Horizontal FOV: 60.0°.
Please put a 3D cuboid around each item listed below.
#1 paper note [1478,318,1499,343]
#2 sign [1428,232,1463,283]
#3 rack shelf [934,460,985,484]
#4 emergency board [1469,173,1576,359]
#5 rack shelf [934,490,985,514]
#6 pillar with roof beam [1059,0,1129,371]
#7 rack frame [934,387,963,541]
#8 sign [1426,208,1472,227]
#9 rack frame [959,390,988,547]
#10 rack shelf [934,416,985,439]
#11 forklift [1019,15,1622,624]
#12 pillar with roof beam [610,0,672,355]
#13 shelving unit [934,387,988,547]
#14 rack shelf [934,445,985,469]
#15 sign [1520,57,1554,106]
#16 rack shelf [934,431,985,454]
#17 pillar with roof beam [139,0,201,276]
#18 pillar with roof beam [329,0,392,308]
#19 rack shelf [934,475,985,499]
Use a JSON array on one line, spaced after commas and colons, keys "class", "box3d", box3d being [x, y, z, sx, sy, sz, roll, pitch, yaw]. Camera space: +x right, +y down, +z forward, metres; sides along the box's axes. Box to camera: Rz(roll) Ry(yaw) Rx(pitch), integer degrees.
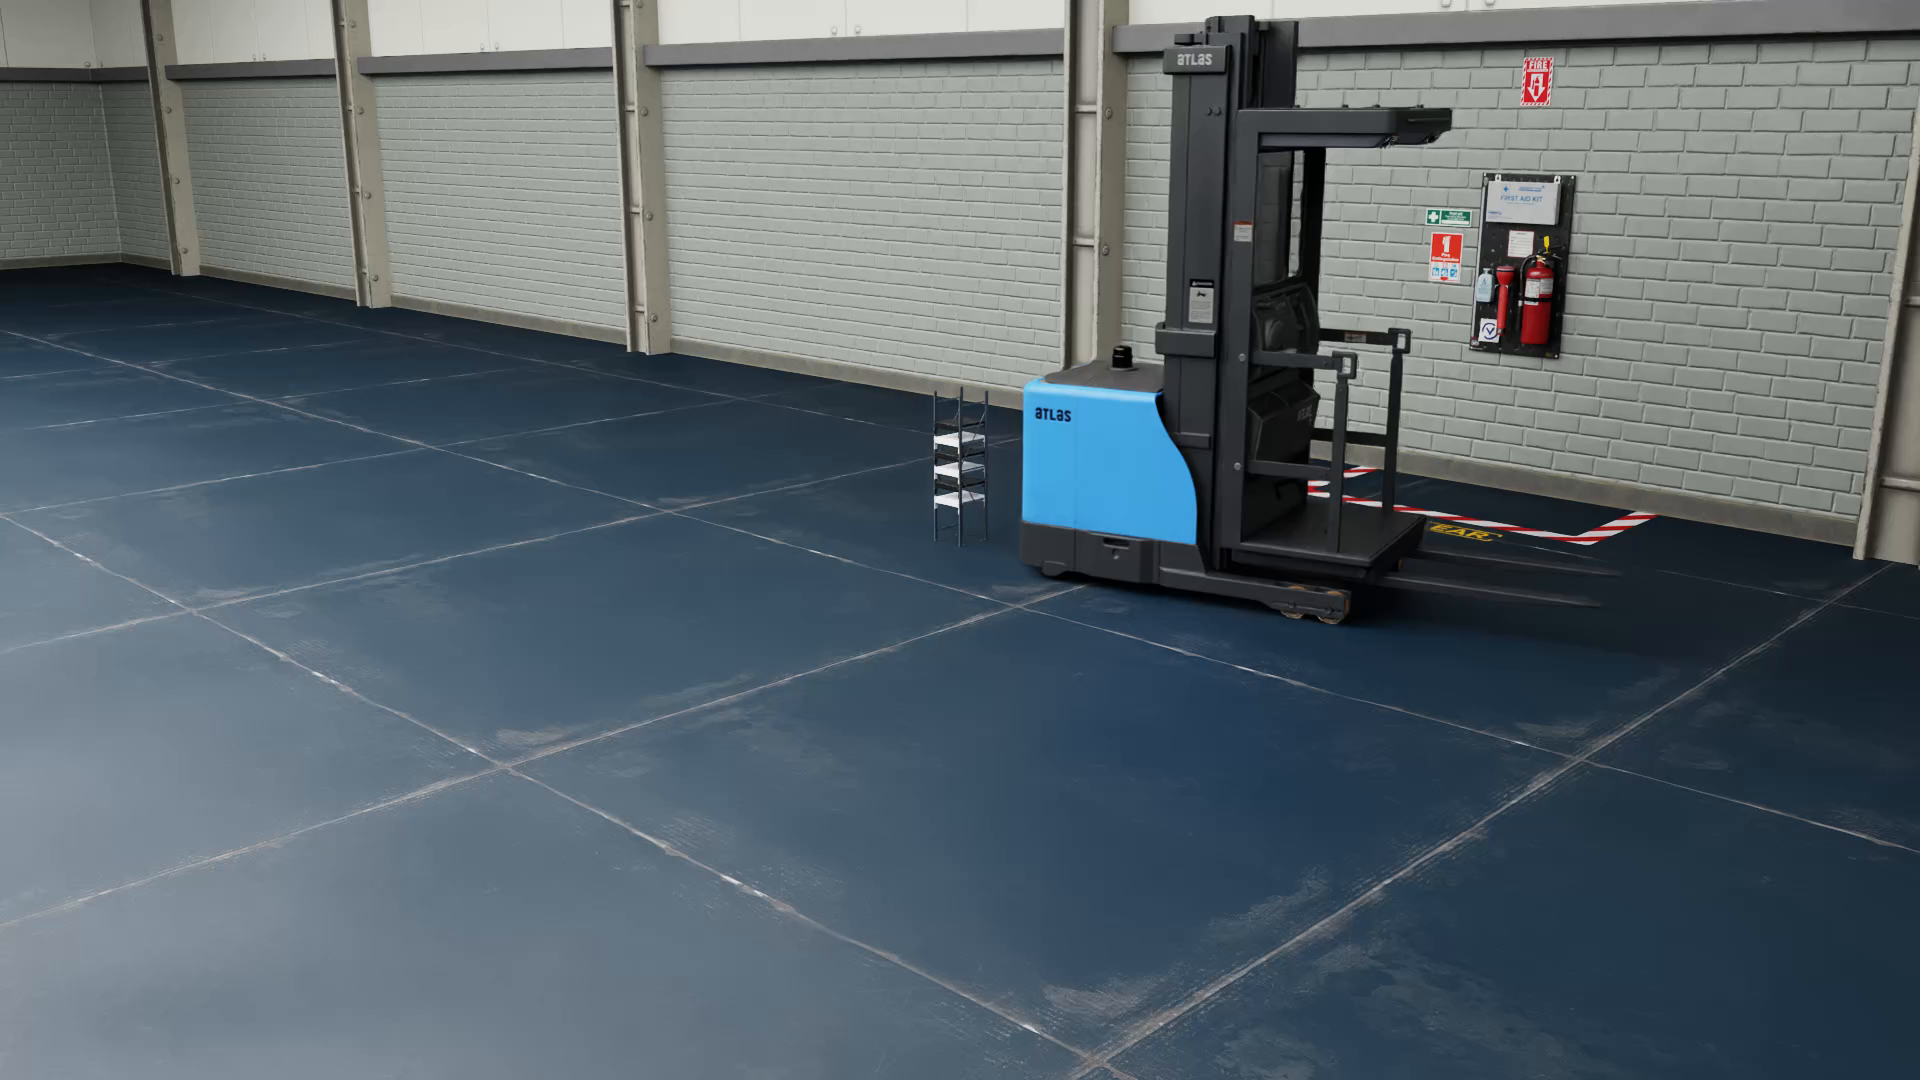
[{"class": "paper note", "box3d": [3.533, -1.397, 11.093, 0.142, 0.148, 0.016, 14, 20, 42]}, {"class": "sign", "box3d": [3.287, -1.913, 11.253, 0.234, 0.329, 0.001, 14, 20, 42]}, {"class": "rack shelf", "box3d": [0.006, -0.402, 9.822, 0.200, 0.077, 0.258, 14, 20, 42]}, {"class": "emergency board", "box3d": [3.613, -1.780, 10.815, 0.643, 1.169, 0.194, 14, 20, 42]}, {"class": "rack shelf", "box3d": [0.006, -0.228, 9.867, 0.200, 0.077, 0.258, 14, 20, 42]}, {"class": "pillar with roof beam", "box3d": [-1.942, -4.512, 9.403, 0.400, 9.000, 9.100, 14, 20, 42]}, {"class": "rack frame", "box3d": [-0.067, -0.452, 9.881, 0.006, 0.900, 0.240, 14, 20, 42]}, {"class": "sign", "box3d": [3.284, -2.167, 11.177, 0.331, 0.109, 0.001, 14, 20, 42]}, {"class": "rack frame", "box3d": [0.079, -0.416, 9.745, 0.006, 0.900, 0.240, 14, 20, 42]}, {"class": "rack shelf", "box3d": [0.006, -0.663, 9.753, 0.200, 0.077, 0.258, 14, 20, 42]}, {"class": "forklift", "box3d": [1.866, -1.150, 8.534, 3.031, 2.935, 1.130, 8, 17, 28]}, {"class": "pillar with roof beam", "box3d": [-6.261, -5.562, 13.433, 0.400, 9.000, 9.100, 14, 20, 42]}, {"class": "shelving unit", "box3d": [0.006, -0.434, 9.813, 0.210, 0.900, 0.258, 14, 20, 42]}, {"class": "rack shelf", "box3d": [0.006, -0.489, 9.799, 0.200, 0.077, 0.258, 14, 20, 42]}, {"class": "sign", "box3d": [3.676, -2.921, 10.597, 0.199, 0.298, 0.001, 14, 20, 42]}, {"class": "rack shelf", "box3d": [0.006, -0.576, 9.776, 0.200, 0.077, 0.258, 14, 20, 42]}, {"class": "pillar with roof beam", "box3d": [-14.900, -7.663, 21.493, 0.400, 9.000, 9.100, 14, 20, 42]}, {"class": "pillar with roof beam", "box3d": [-10.580, -6.612, 17.463, 0.400, 9.000, 9.100, 14, 20, 42]}, {"class": "rack shelf", "box3d": [0.006, -0.315, 9.844, 0.200, 0.077, 0.258, 14, 20, 42]}]
